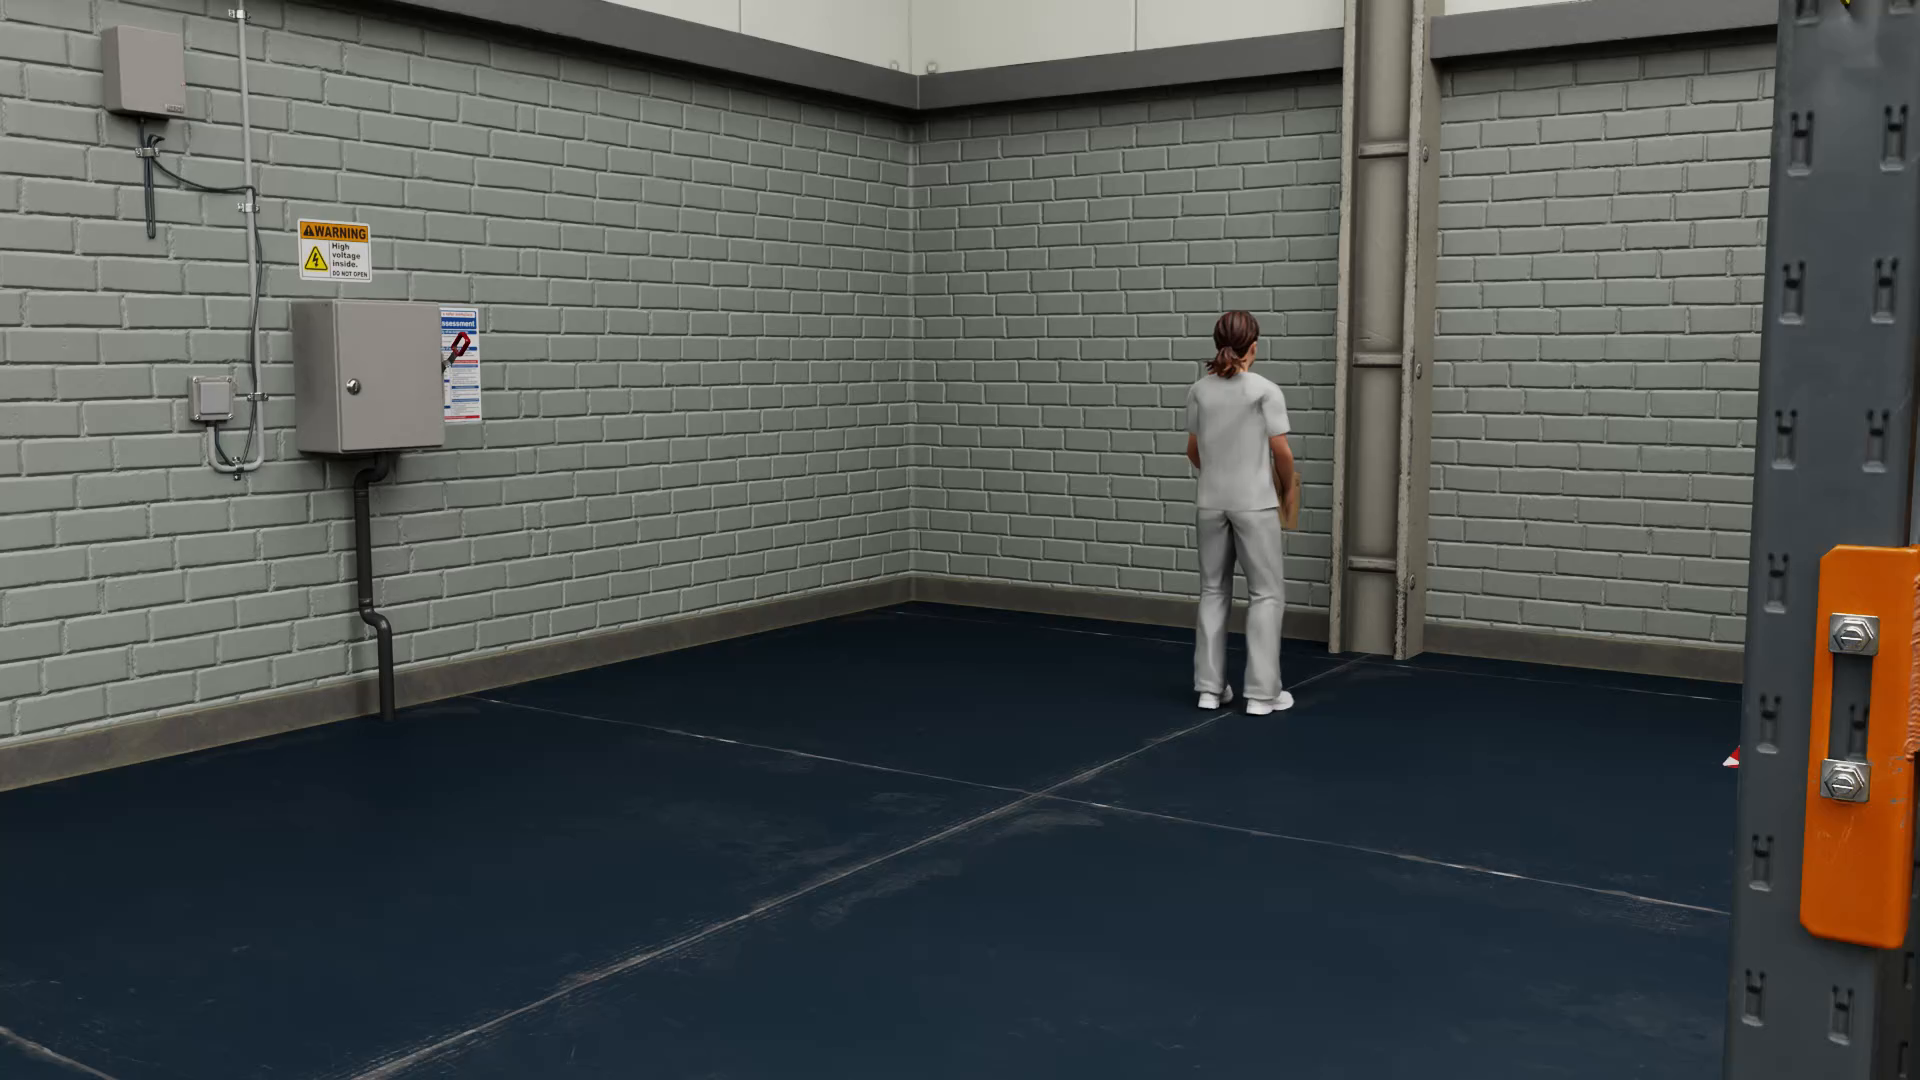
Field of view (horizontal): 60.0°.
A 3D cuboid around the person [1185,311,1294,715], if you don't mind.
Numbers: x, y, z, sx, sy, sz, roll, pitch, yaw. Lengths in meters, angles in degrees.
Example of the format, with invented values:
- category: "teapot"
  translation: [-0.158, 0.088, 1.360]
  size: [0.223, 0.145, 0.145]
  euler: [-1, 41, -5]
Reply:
- category: "person"
  translation: [1.187, -0.119, 7.028]
  size: [0.465, 1.675, 0.461]
  euler: [4, 8, 33]
